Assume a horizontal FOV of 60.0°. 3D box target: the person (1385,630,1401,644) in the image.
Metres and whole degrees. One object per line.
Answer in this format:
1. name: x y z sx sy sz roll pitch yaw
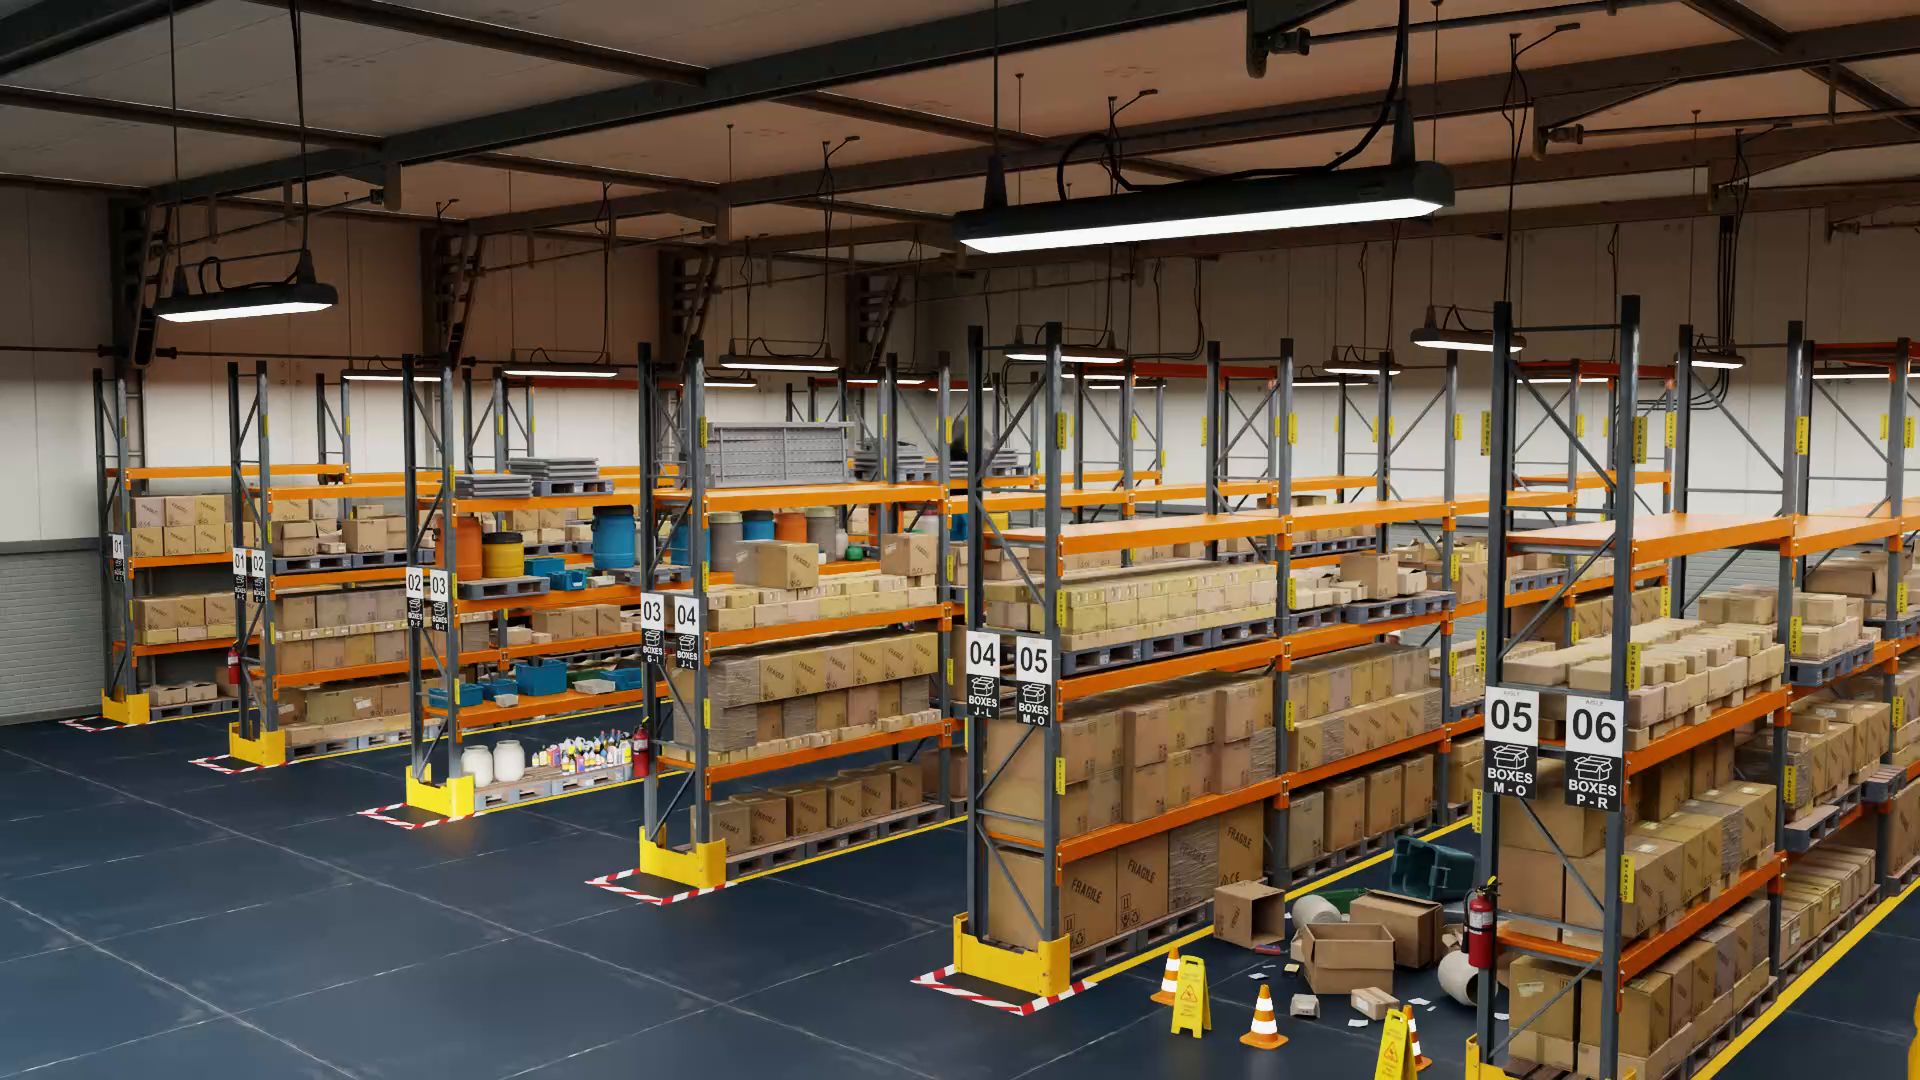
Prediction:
1. person: 6.955 2.309 26.879 0.615 1.800 0.725 3 5 32
